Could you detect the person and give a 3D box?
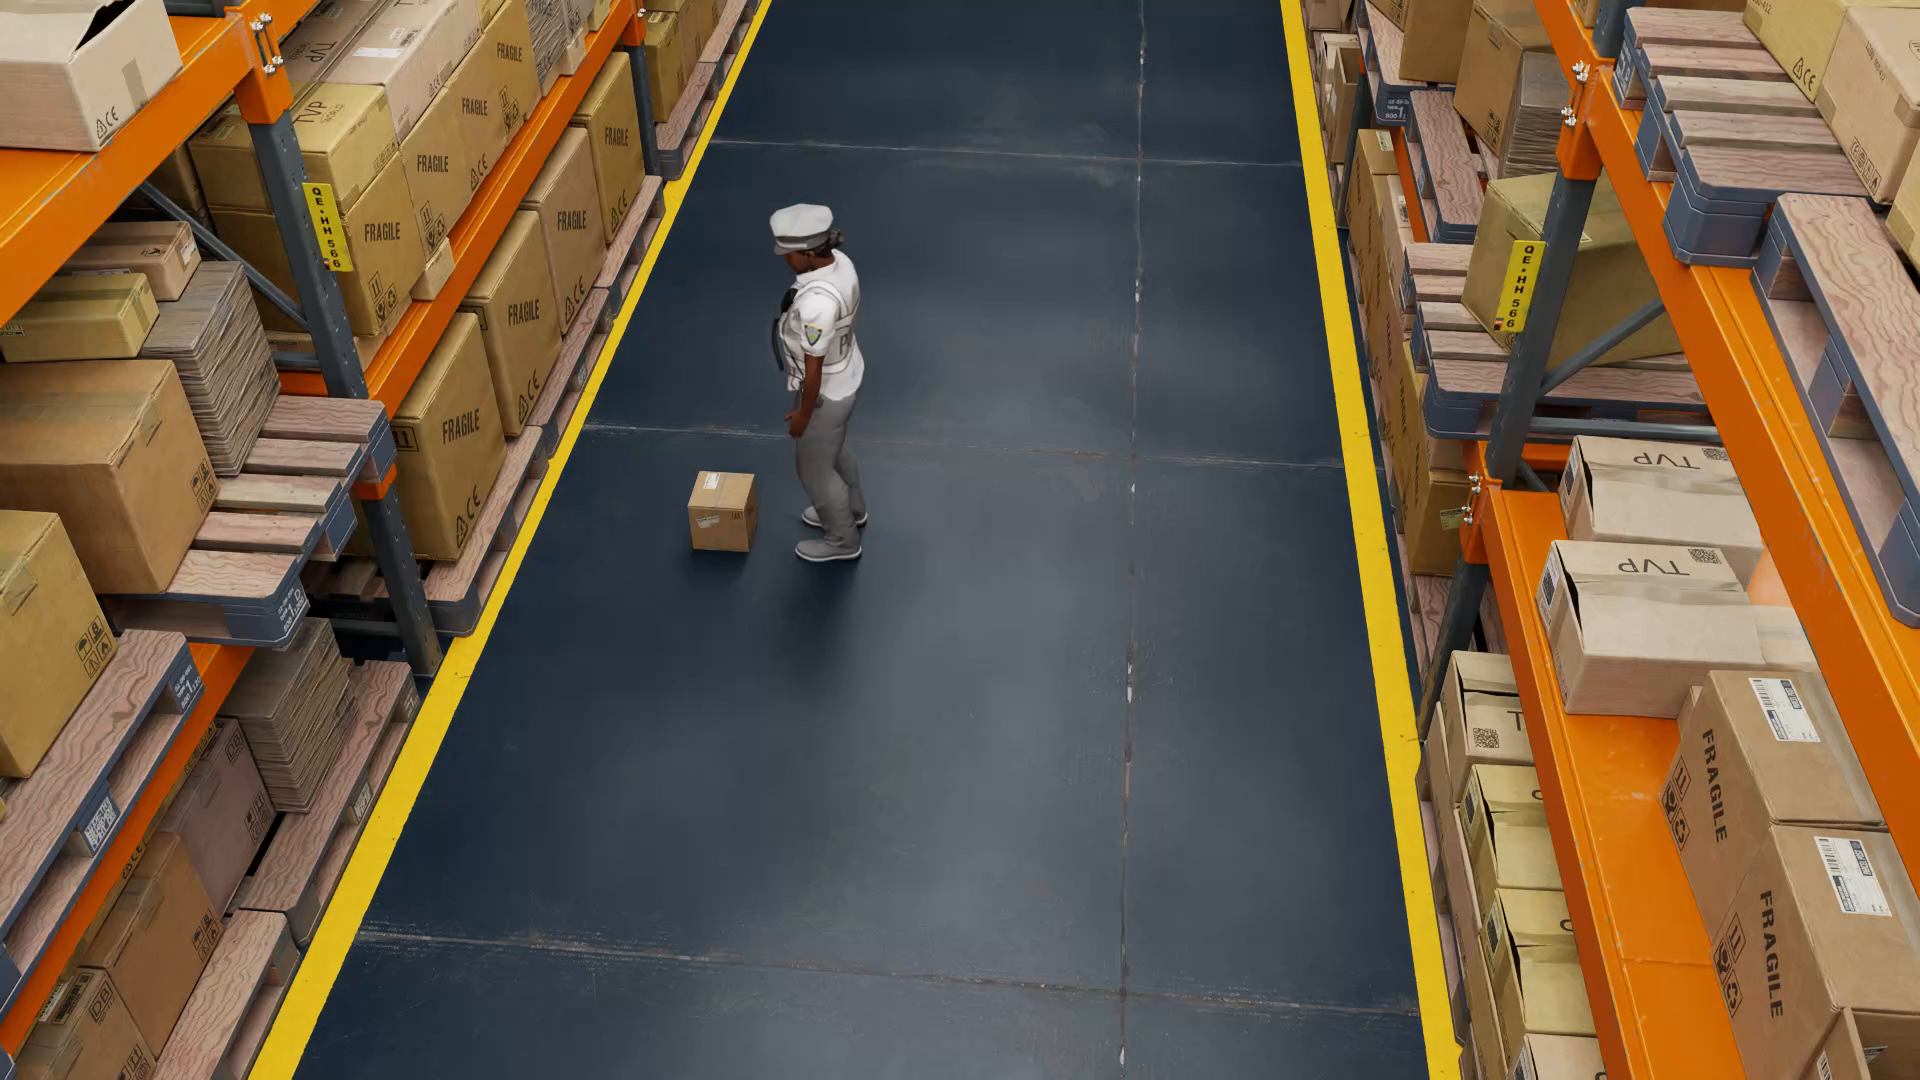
[{"bbox_3d":[-0.571,-0.621,6.901,0.336,1.653,0.440,4,40,5],"label":"person"}]
